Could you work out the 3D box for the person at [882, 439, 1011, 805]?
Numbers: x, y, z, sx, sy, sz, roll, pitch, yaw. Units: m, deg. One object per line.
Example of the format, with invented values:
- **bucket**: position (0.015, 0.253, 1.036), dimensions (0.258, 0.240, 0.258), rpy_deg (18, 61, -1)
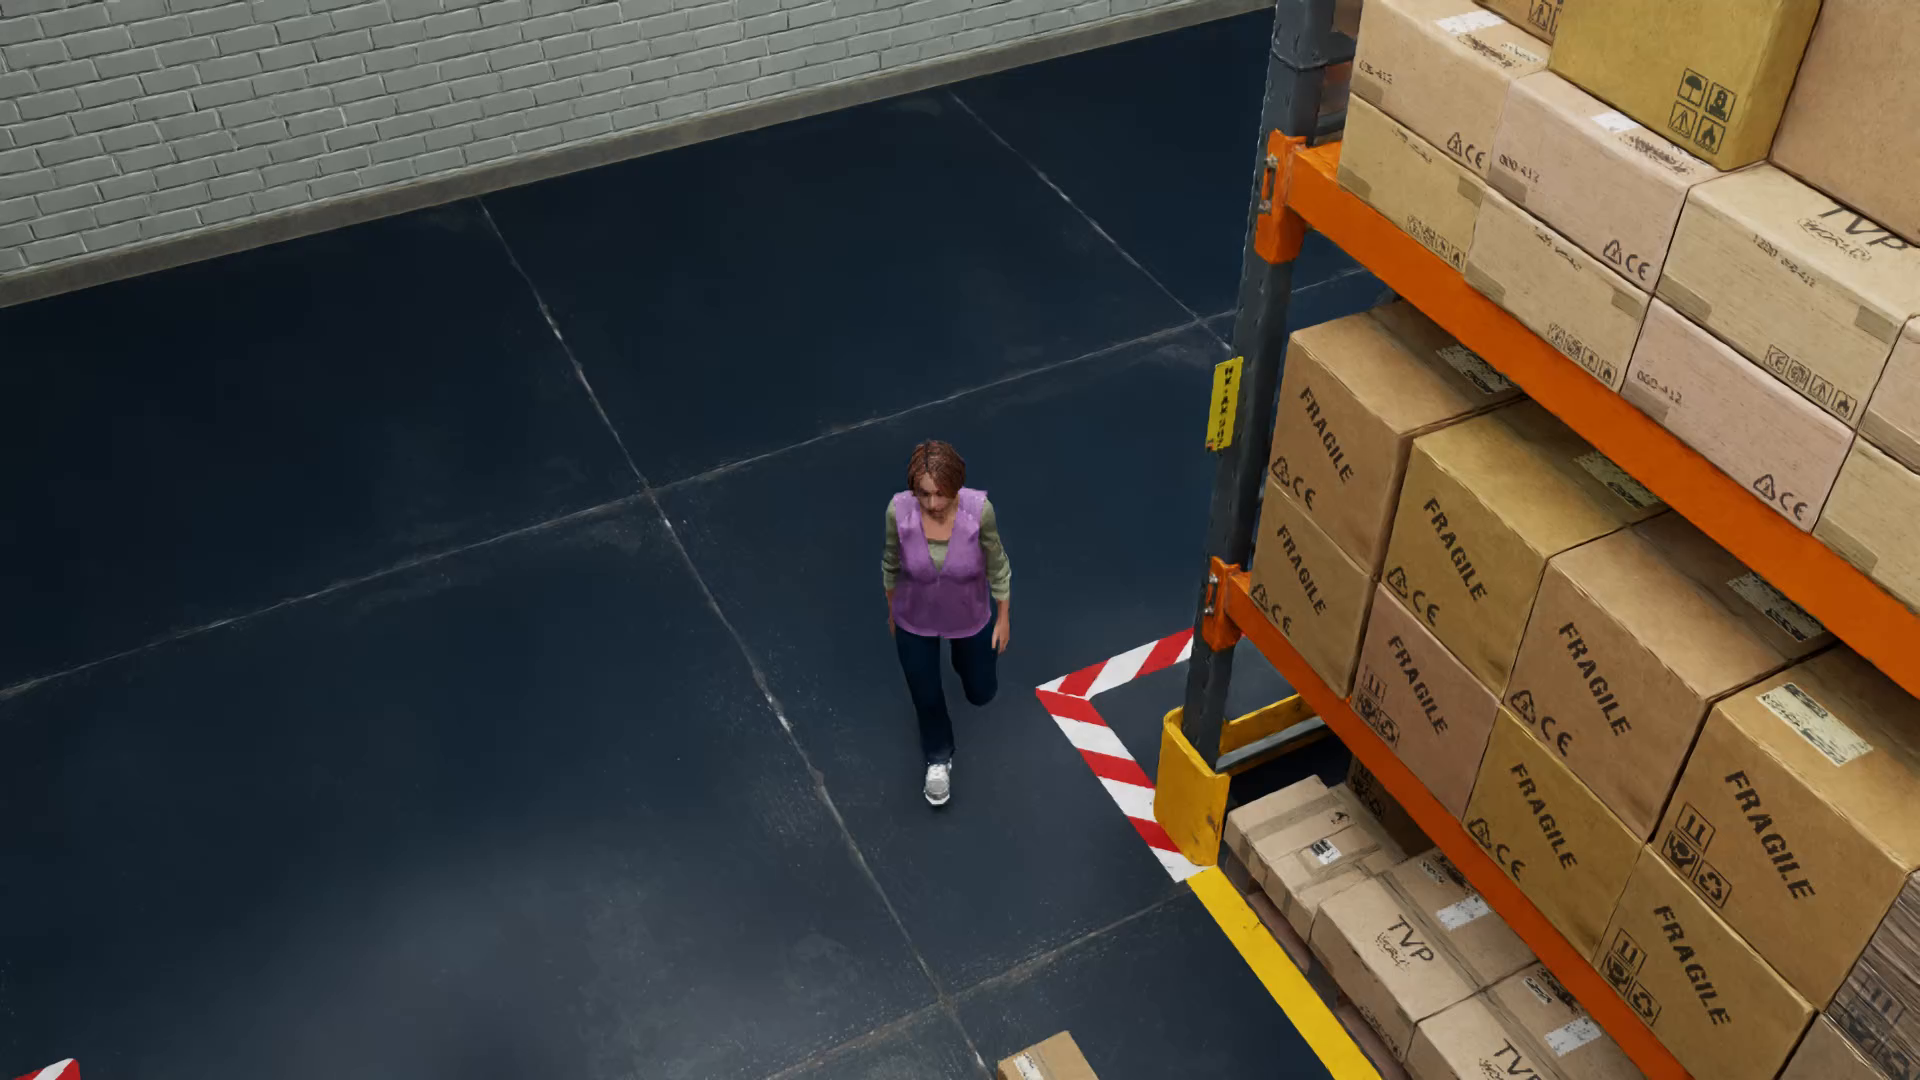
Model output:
- **person**: position (-0.045, 0.235, 5.925), dimensions (0.448, 1.516, 0.624), rpy_deg (0, 42, 1)
